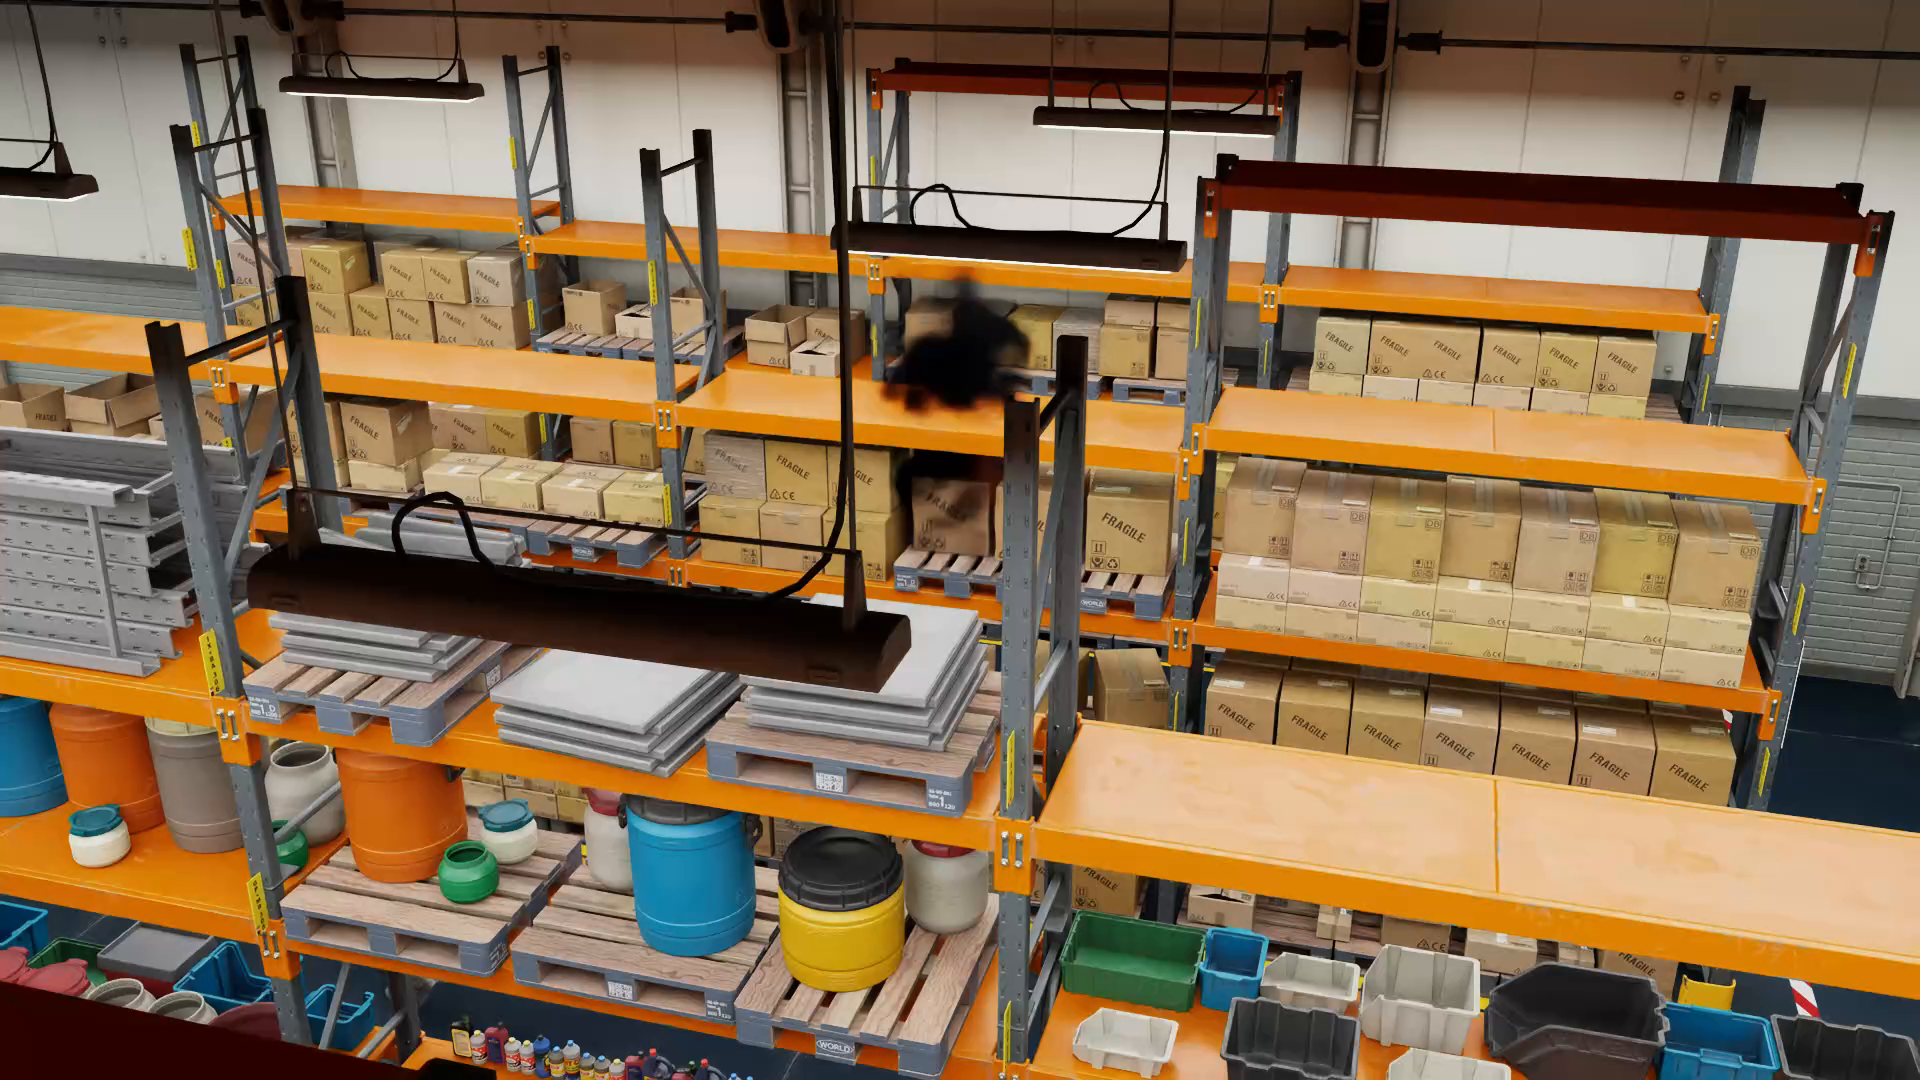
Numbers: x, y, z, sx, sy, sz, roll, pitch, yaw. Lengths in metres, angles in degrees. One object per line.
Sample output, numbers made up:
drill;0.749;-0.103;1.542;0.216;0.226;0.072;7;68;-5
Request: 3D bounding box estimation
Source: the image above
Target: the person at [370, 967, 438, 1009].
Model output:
person;-4.084;2.643;12.047;0.610;1.719;0.656;5;23;13
